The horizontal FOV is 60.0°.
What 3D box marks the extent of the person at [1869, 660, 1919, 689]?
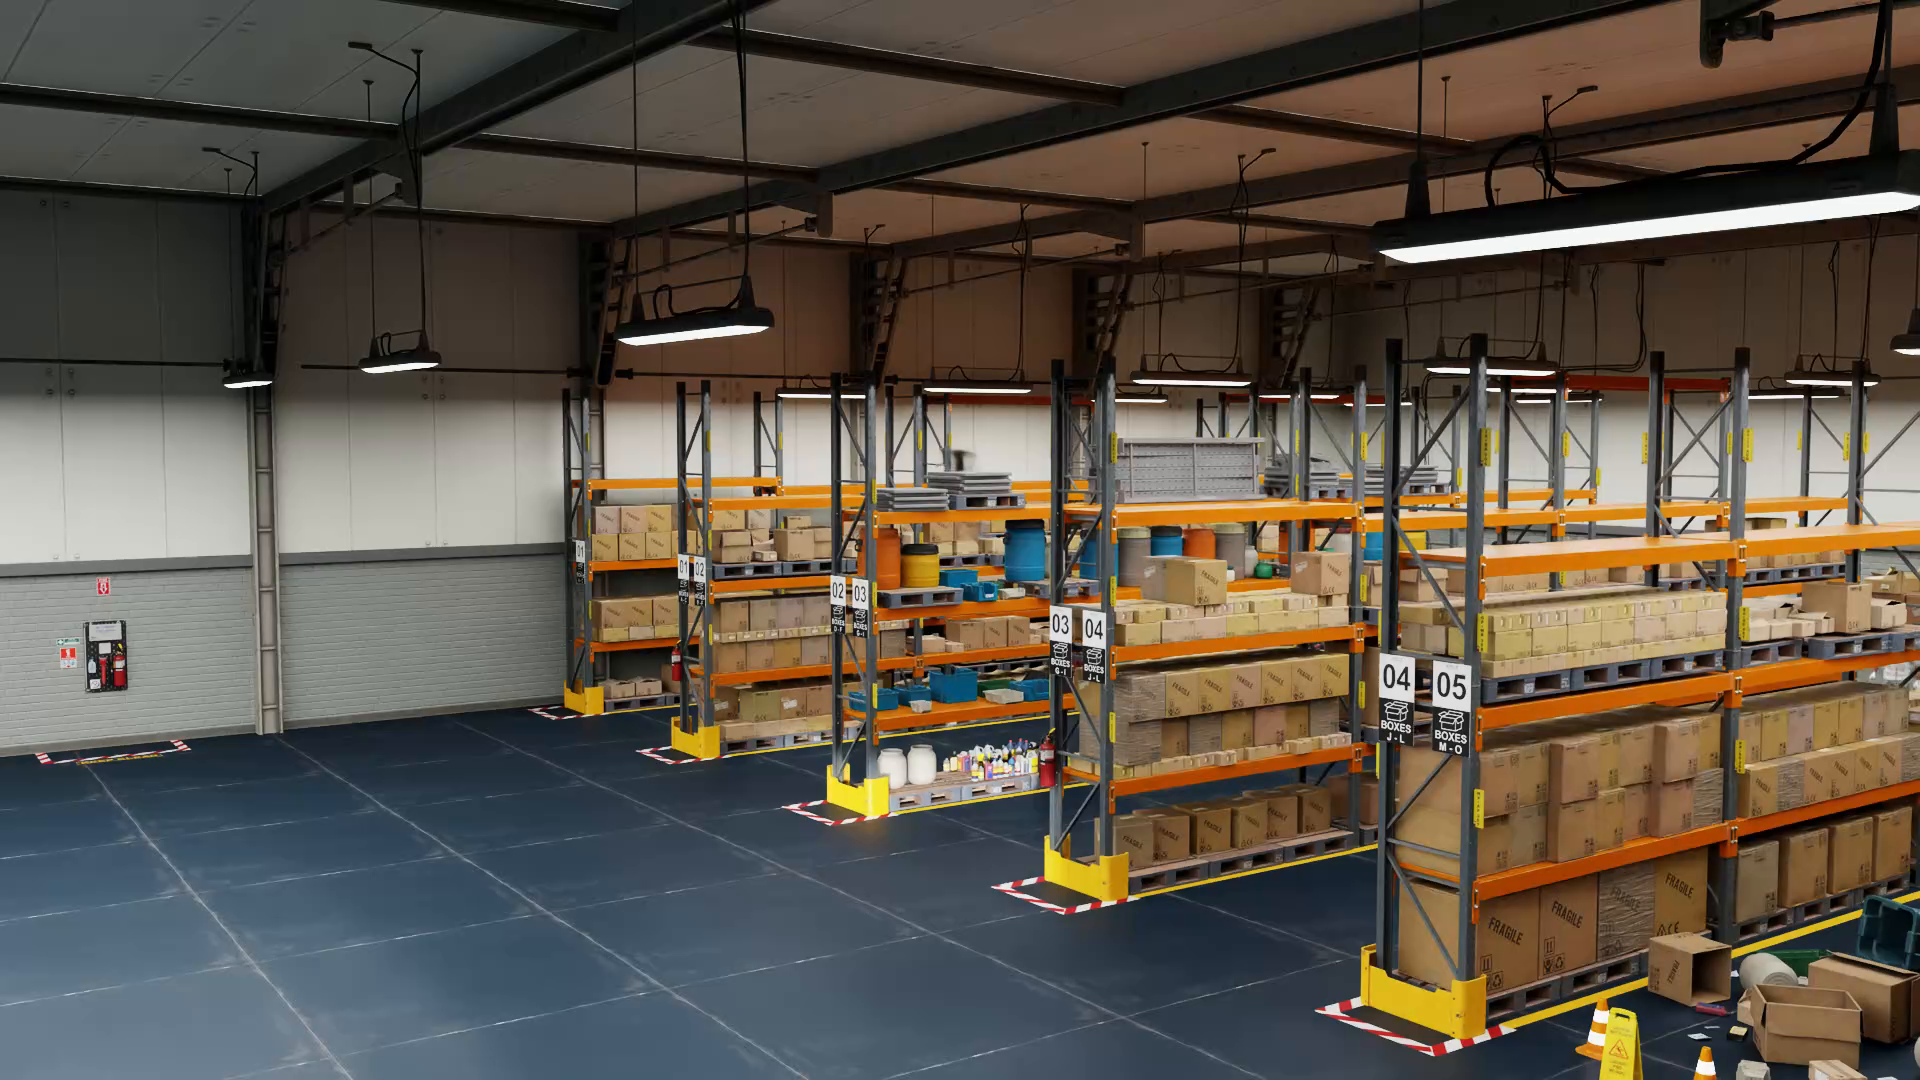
[{"bbox_3d":[16.420,2.433,29.182,0.803,1.730,0.753,2,4,33],"label":"person"}]
